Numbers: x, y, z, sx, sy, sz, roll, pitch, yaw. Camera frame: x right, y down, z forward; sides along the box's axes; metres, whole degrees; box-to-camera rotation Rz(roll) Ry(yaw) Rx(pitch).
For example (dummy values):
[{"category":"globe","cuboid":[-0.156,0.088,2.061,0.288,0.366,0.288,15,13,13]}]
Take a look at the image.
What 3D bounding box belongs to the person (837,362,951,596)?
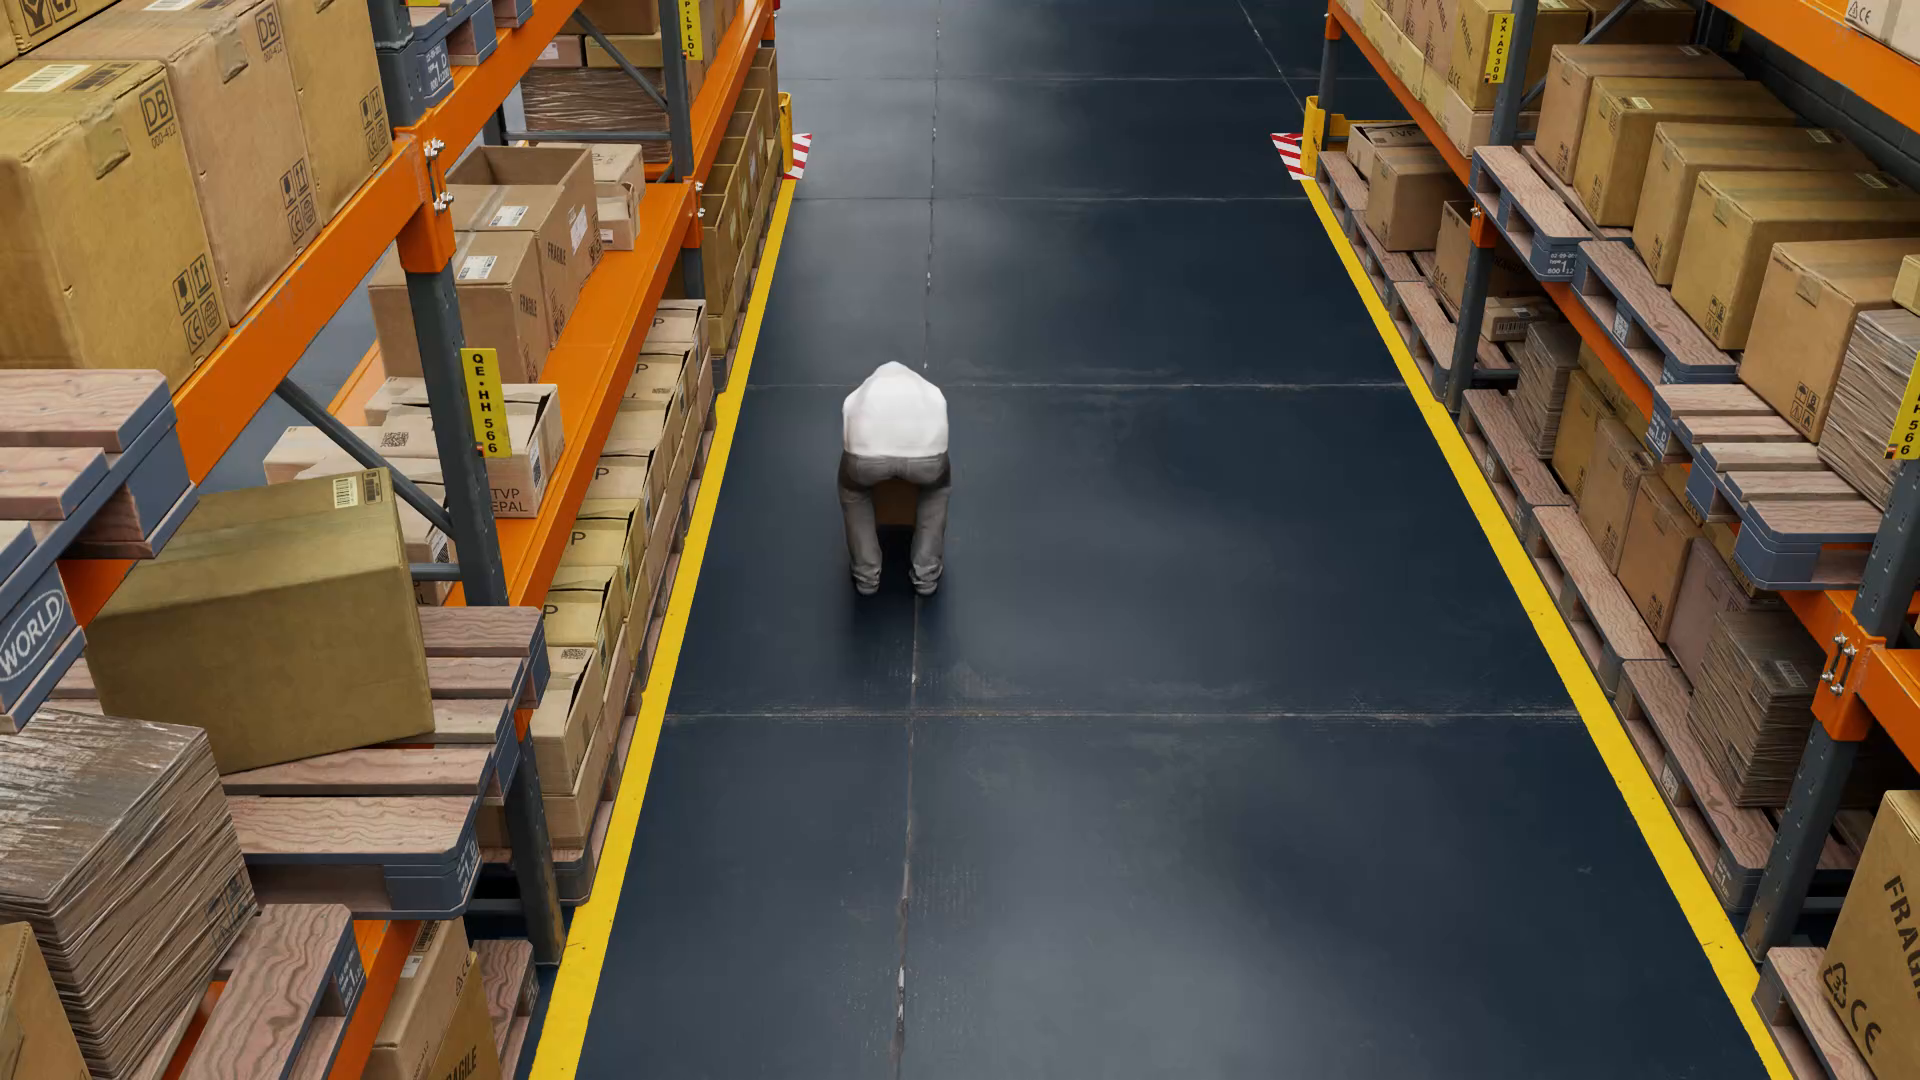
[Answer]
[{"category":"person","cuboid":[-0.296,-0.349,7.424,0.506,1.001,0.999,-2,31,-3]}]
